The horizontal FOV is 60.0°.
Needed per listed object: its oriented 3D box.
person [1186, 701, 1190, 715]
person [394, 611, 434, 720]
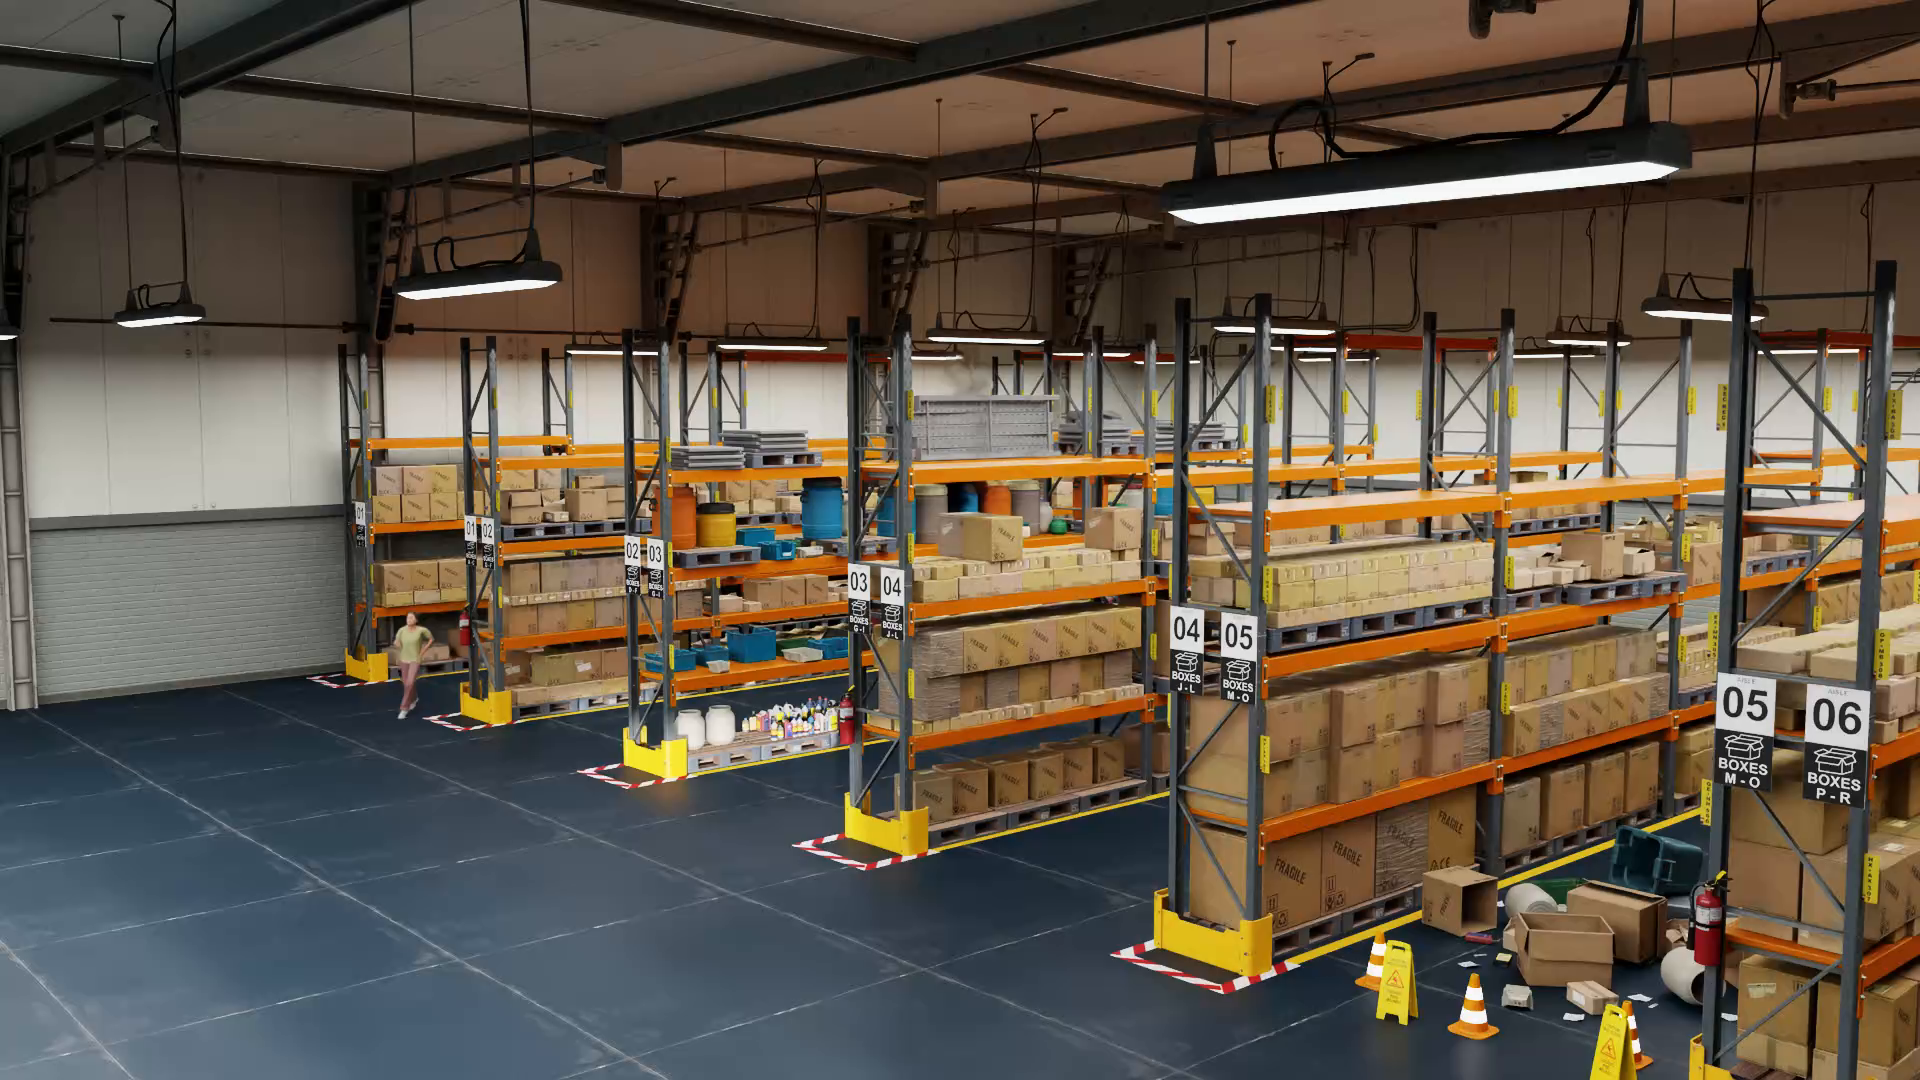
[{"bbox_3d":[3.213,1.933,24.518,0.522,1.580,0.673,5,7,44],"label":"person"},{"bbox_3d":[-8.713,1.960,26.479,0.586,1.698,0.865,1,5,6],"label":"person"}]
